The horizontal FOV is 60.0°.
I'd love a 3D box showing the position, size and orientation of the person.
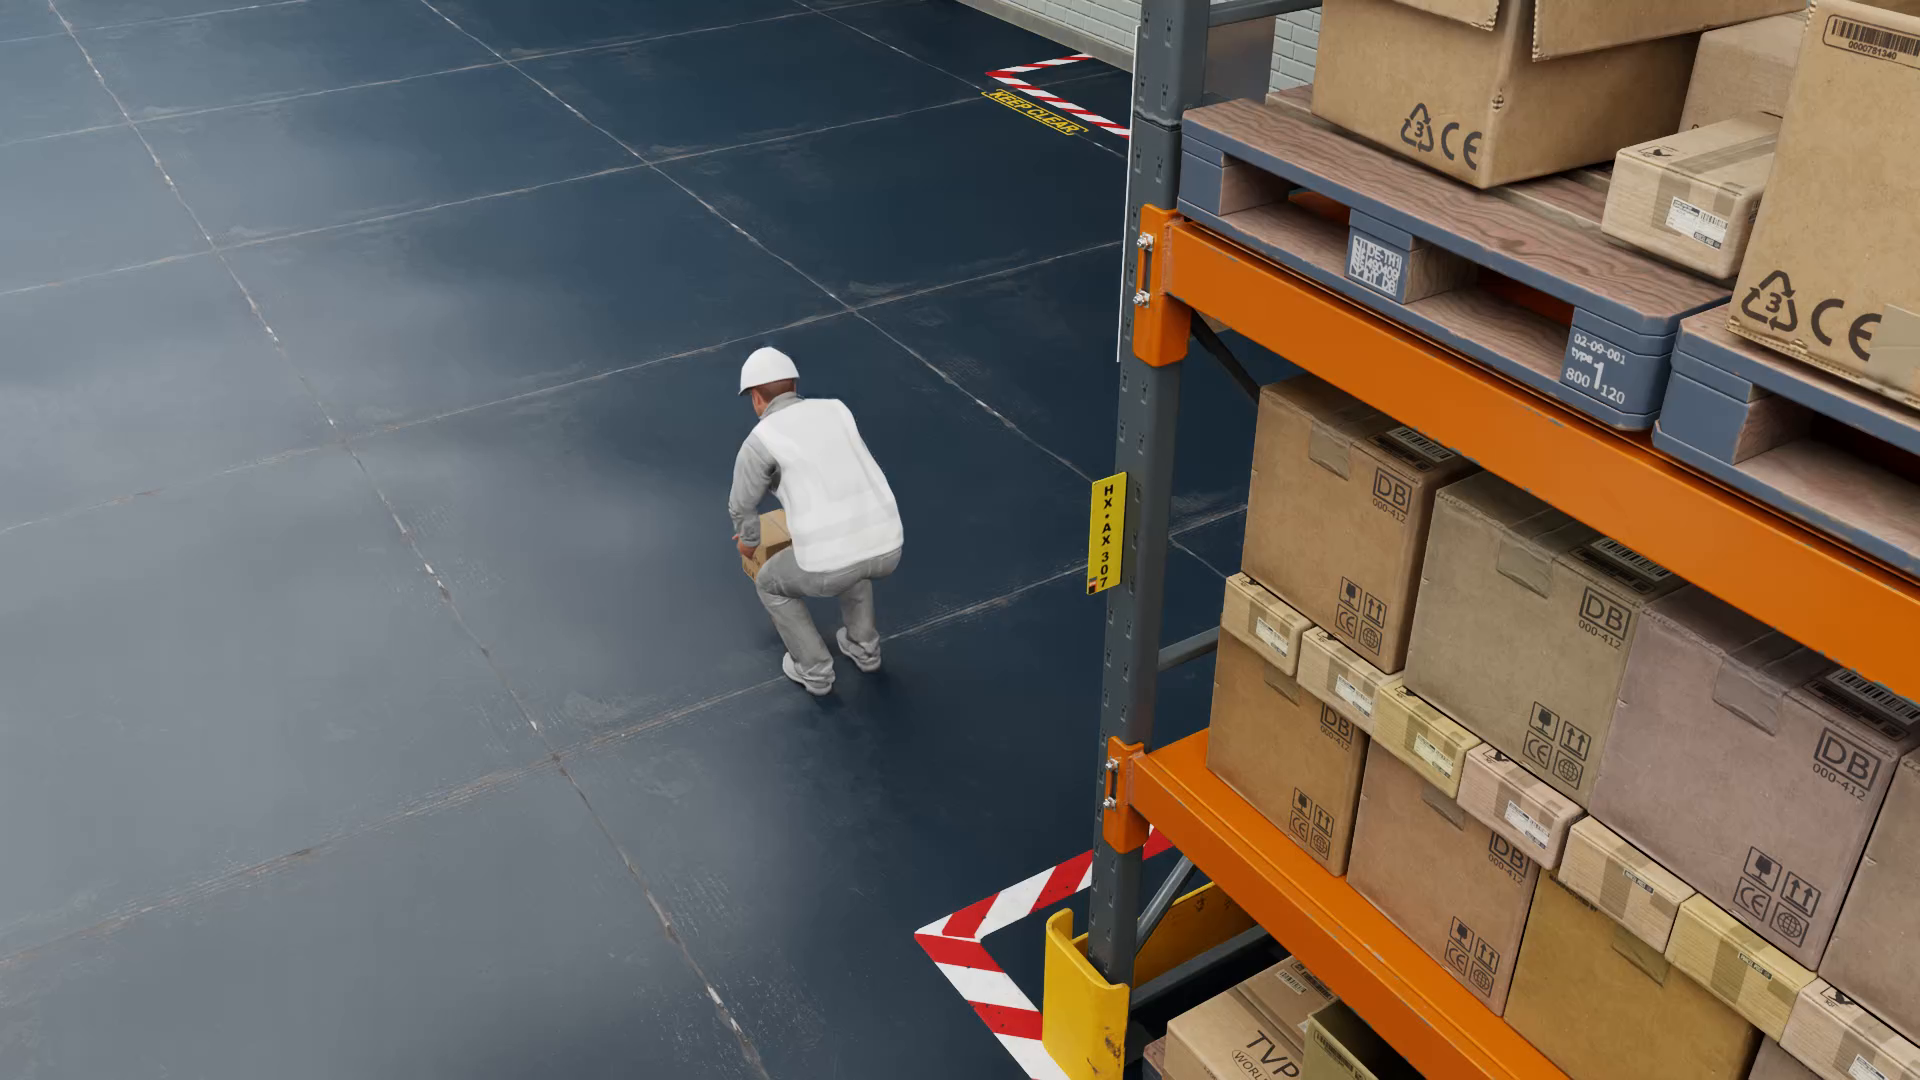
[{"bbox_3d":[-0.569,-0.056,6.616,0.535,1.333,0.810,-19,37,-27],"label":"person"}]
